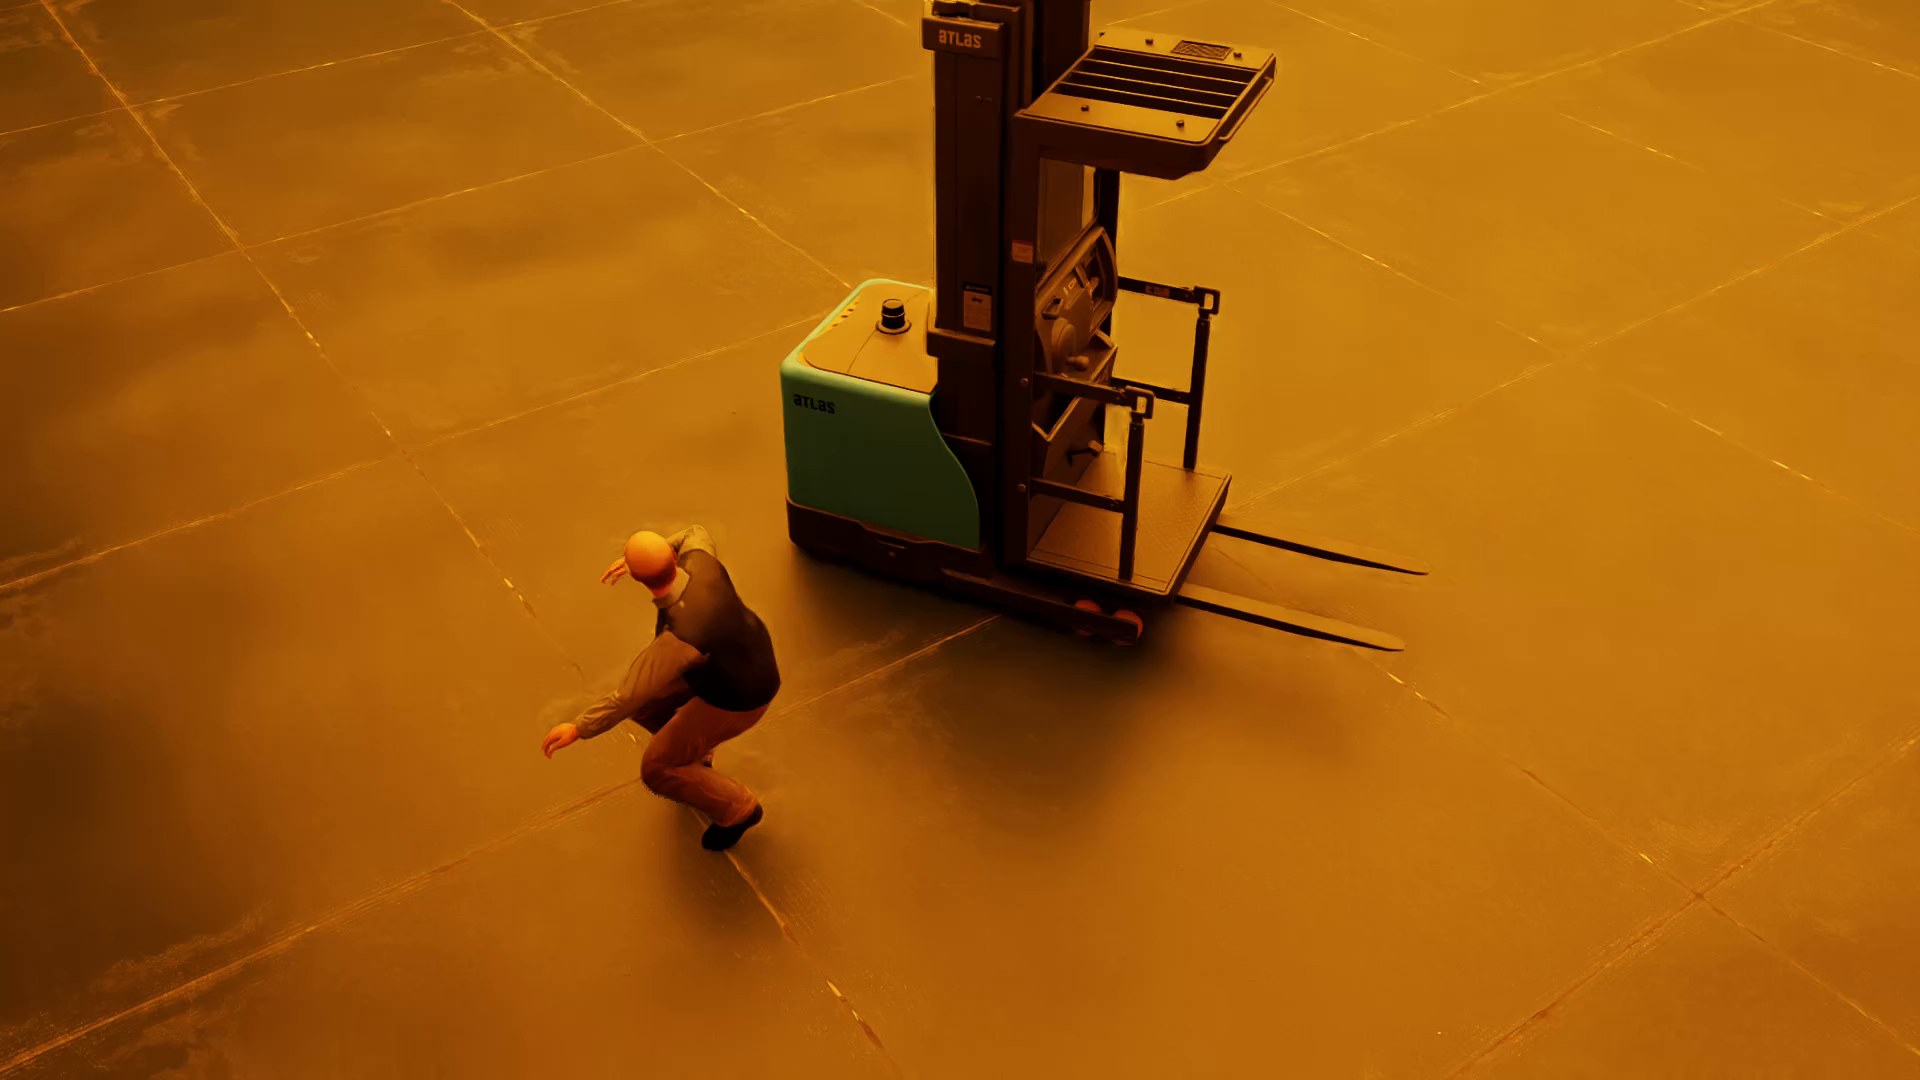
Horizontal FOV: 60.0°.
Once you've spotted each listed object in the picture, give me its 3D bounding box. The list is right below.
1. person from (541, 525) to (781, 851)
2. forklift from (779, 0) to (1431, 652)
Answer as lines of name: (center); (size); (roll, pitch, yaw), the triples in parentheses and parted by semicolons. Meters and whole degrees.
person: (-1.165, 0.539, 6.484); (0.916, 1.464, 0.782); (-6, 37, -8)
forklift: (0.705, -1.047, 7.361); (3.031, 2.935, 1.130); (14, 39, 19)
